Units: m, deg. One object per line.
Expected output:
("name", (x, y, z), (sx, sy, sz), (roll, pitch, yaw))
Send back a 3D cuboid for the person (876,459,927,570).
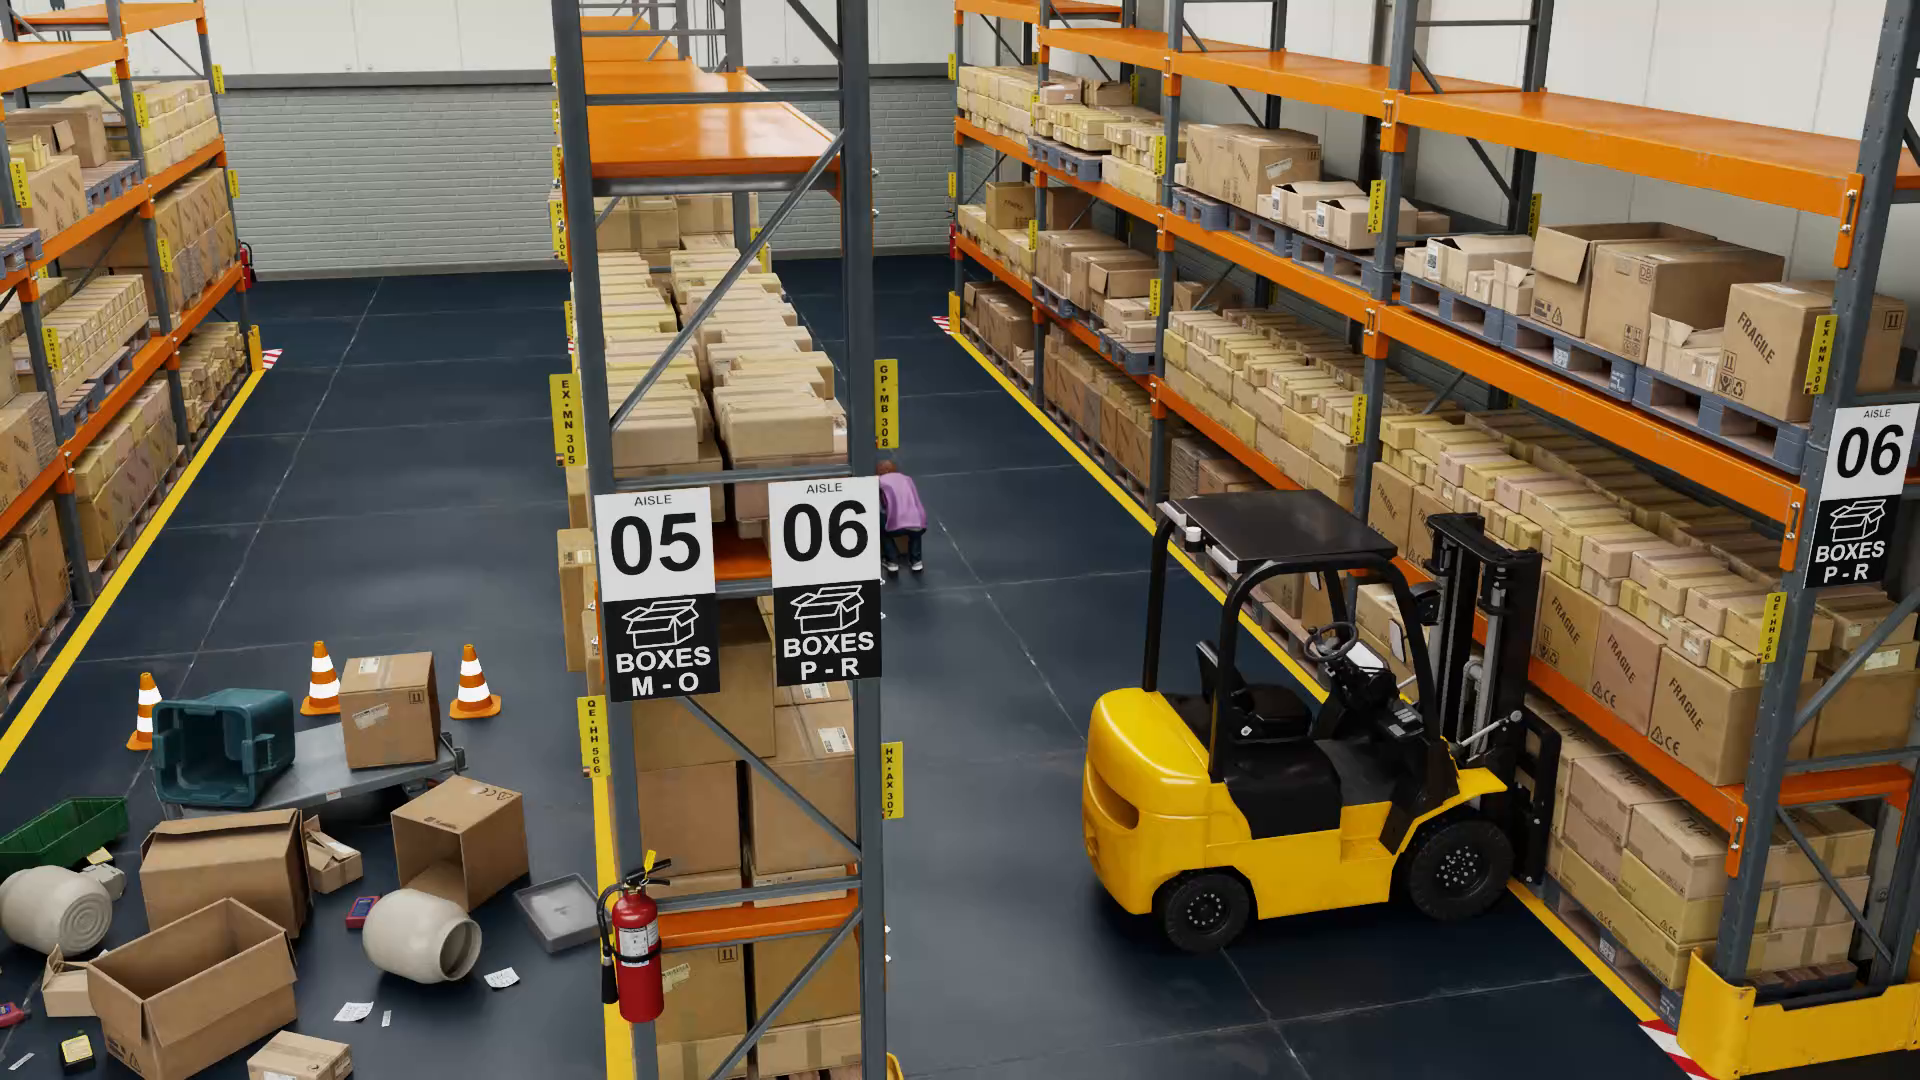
("person", (-0.526, -0.163, 13.999), (0.442, 0.776, 0.800), (-5, 20, -13))
